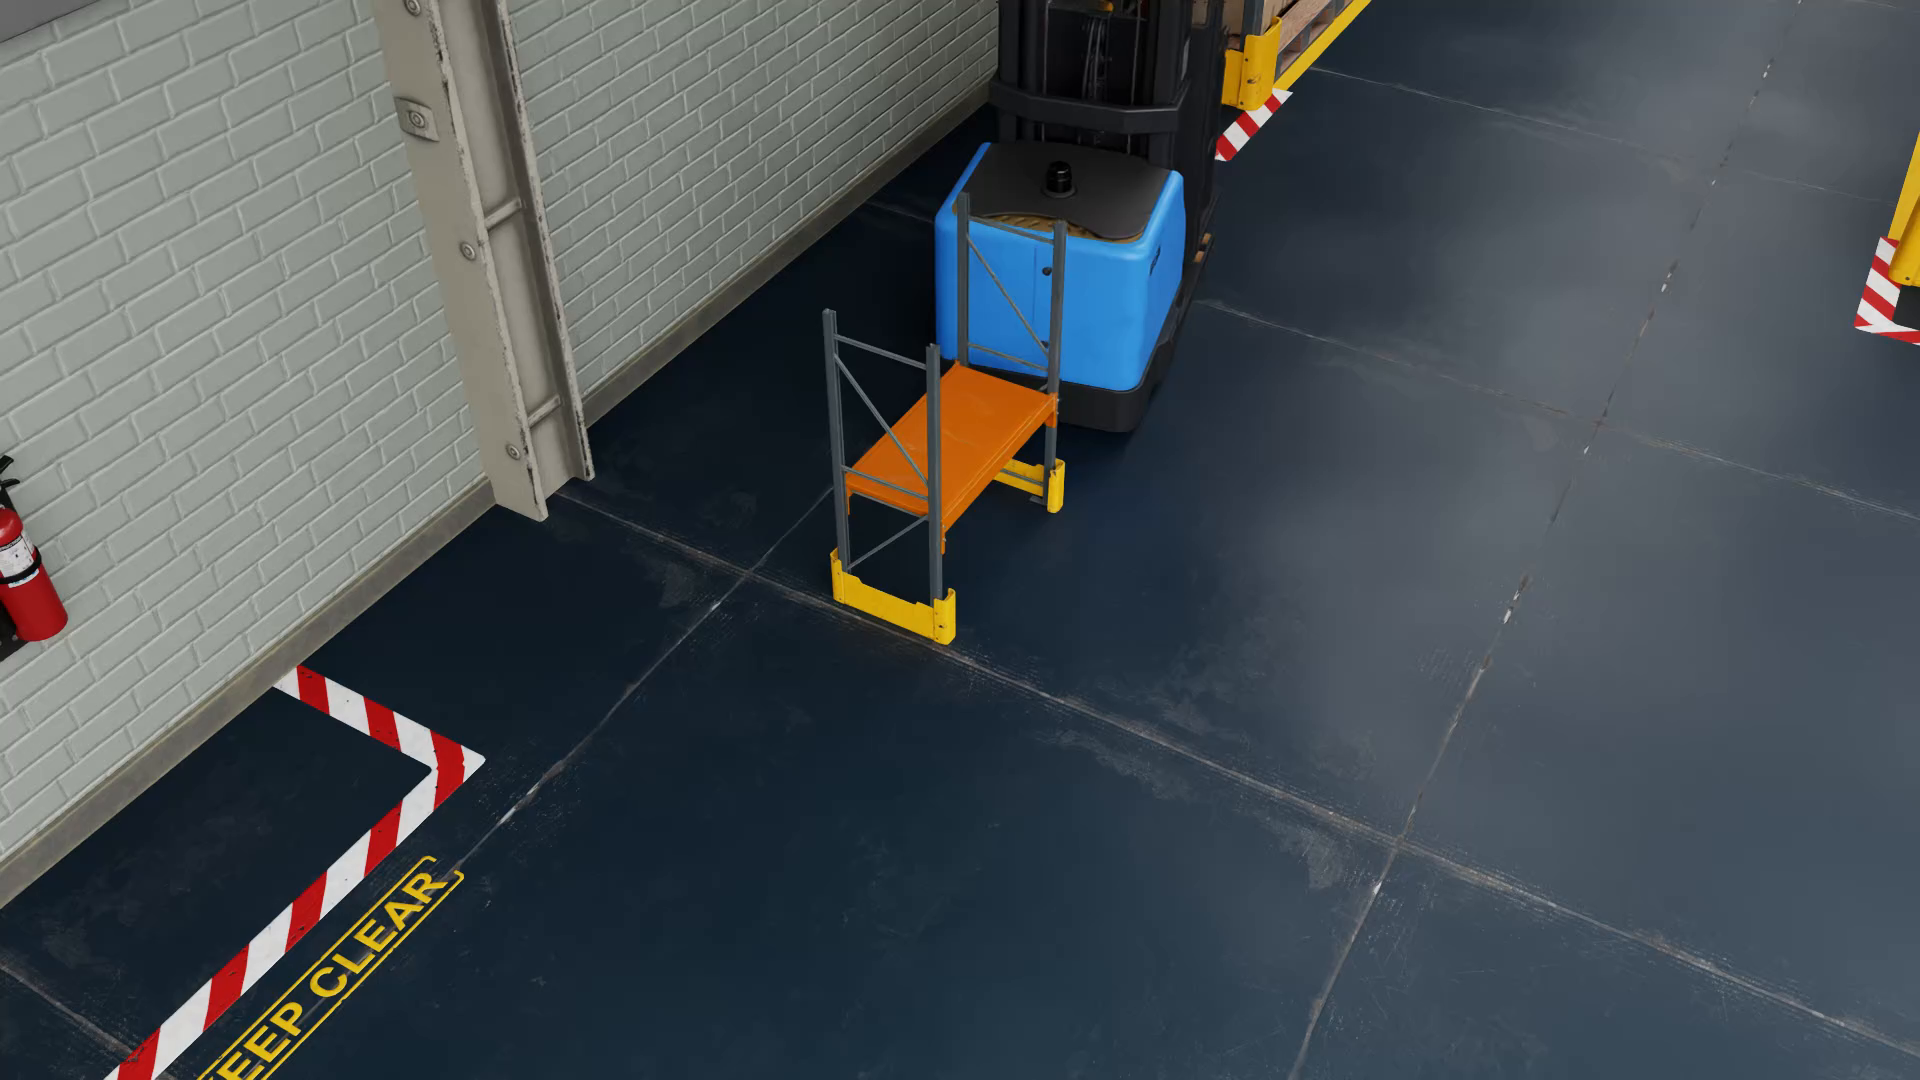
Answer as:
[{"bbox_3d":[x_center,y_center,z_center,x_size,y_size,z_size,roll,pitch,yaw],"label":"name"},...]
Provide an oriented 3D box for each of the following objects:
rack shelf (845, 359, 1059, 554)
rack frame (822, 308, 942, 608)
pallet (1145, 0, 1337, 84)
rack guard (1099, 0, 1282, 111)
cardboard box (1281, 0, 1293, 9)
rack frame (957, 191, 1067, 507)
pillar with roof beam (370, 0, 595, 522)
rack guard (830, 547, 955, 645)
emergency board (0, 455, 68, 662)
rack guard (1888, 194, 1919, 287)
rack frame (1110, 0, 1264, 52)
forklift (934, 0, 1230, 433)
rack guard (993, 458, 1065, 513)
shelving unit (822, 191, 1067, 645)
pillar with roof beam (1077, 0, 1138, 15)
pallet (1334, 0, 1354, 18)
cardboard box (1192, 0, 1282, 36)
[{"bbox_3d":[-0.043,-0.379,7.133,0.538,0.185,1.000,21,45,22],"label":"rack shelf"},{"bbox_3d":[-0.297,-0.223,6.684,0.500,1.500,0.032,21,45,22],"label":"rack frame"},{"bbox_3d":[1.912,-3.569,11.459,1.003,0.211,1.213,21,45,22],"label":"pallet"},{"bbox_3d":[1.475,-3.225,10.849,1.175,0.500,0.348,21,45,22],"label":"rack guard"},{"bbox_3d":[2.147,-3.968,11.503,0.500,0.311,0.500,25,47,25],"label":"cardboard box"},{"bbox_3d":[0.212,-0.805,7.345,0.500,1.500,0.032,21,45,22],"label":"rack frame"},{"bbox_3d":[1.763,-2.200,3.255,9.100,9.000,0.400,21,45,22],"label":"pillar with roof beam"},{"bbox_3d":[-0.287,0.235,7.110,0.587,0.250,0.087,21,45,22],"label":"rack guard"},{"bbox_3d":[-3.234,0.029,5.263,0.194,1.169,0.643,21,45,22],"label":"emergency board"},{"bbox_3d":[5.716,-1.531,8.926,1.175,0.500,0.348,21,45,22],"label":"rack guard"},{"bbox_3d":[1.437,-4.119,9.973,1.000,3.000,0.127,21,45,22],"label":"rack frame"},{"bbox_3d":[0.798,-2.606,8.307,1.130,2.935,3.031,12,43,13],"label":"forklift"},{"bbox_3d":[0.211,-0.335,7.757,0.587,0.250,0.087,21,45,22],"label":"rack guard"},{"bbox_3d":[-0.038,-0.519,7.020,0.587,1.500,1.083,21,45,22],"label":"shelving unit"},{"bbox_3d":[4.766,-5.634,7.154,9.100,9.000,0.400,21,45,22],"label":"pillar with roof beam"},{"bbox_3d":[2.524,-4.265,12.249,1.003,0.211,1.213,21,45,22],"label":"pallet"},{"bbox_3d":[1.861,-3.641,11.132,0.500,0.311,0.500,16,44,17],"label":"cardboard box"}]
